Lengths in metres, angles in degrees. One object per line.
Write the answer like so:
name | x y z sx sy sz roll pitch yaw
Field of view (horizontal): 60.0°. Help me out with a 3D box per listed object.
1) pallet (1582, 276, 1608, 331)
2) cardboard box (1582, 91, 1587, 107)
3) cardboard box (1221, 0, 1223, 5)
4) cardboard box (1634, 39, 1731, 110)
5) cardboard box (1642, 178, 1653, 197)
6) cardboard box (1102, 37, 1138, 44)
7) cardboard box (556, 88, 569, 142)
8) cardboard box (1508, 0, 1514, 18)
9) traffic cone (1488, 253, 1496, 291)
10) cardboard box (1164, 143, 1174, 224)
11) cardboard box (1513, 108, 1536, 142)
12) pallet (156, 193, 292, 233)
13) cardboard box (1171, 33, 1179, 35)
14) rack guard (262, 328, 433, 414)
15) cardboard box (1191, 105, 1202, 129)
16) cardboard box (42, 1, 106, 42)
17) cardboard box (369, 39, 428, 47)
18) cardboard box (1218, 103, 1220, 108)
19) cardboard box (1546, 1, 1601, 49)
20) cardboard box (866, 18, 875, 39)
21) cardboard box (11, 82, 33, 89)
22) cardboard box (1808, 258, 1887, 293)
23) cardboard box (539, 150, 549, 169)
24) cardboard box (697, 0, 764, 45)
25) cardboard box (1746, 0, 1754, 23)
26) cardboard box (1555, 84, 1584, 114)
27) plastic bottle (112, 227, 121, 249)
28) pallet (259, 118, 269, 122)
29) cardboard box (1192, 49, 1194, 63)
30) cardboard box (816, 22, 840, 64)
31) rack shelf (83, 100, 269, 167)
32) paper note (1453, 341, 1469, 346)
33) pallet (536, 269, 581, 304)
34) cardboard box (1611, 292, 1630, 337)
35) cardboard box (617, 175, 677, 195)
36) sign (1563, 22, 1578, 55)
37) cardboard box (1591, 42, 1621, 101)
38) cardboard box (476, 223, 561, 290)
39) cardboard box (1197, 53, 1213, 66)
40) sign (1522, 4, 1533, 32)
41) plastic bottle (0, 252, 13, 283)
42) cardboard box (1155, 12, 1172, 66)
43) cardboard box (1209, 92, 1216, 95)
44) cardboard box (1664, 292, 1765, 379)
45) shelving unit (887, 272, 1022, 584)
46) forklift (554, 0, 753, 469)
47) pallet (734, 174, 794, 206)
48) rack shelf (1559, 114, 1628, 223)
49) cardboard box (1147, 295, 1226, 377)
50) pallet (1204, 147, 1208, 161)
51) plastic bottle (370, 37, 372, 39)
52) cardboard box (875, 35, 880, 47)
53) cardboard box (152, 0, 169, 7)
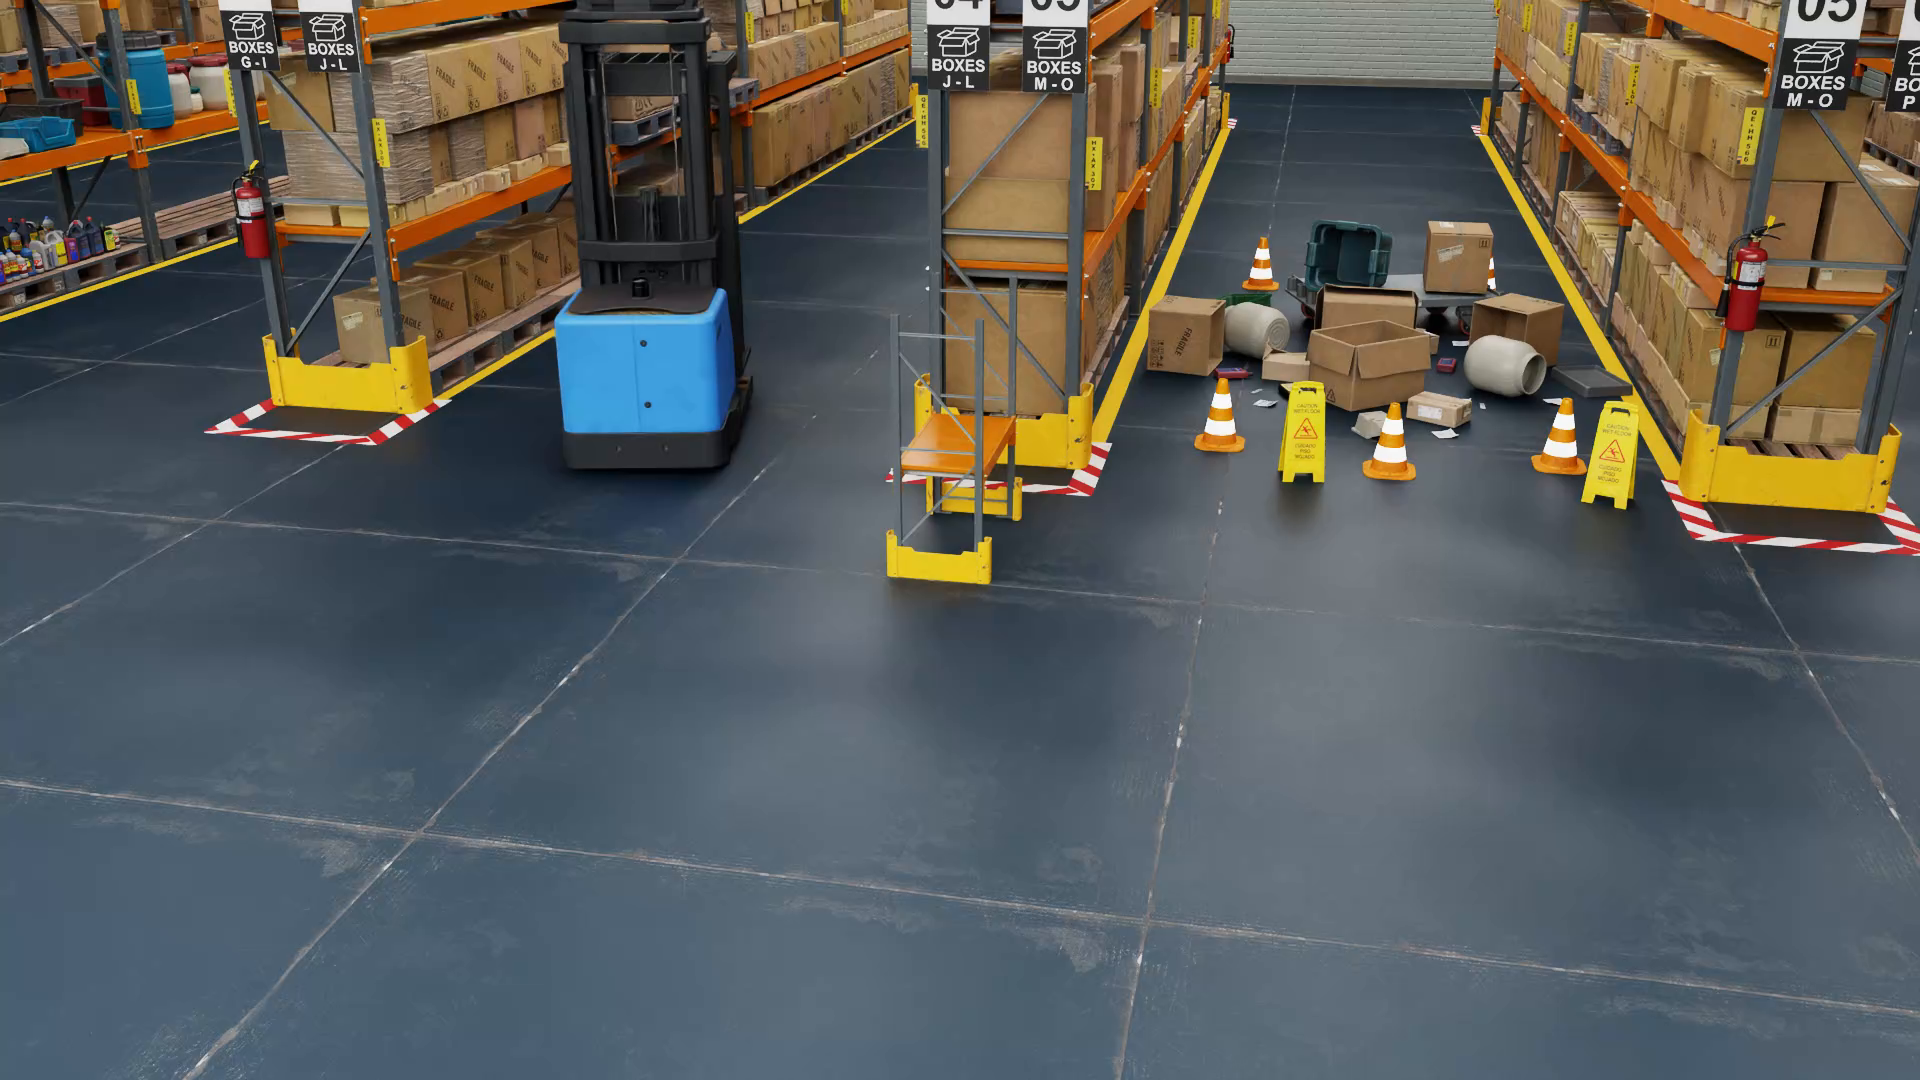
pallet | 6.138 -2.084 14.746 1.003 0.211 1.213 4 22 11
cardboard box | 6.357 -4.332 16.369 0.380 0.149 0.250 3 22 7
cardboard box | 3.407 -7.714 23.122 0.500 0.500 0.500 4 22 9
cardboard box | 5.679 -3.597 12.898 0.700 0.500 0.500 4 22 10
cardboard box | 5.602 -2.789 13.100 0.380 0.149 0.250 5 22 12
cardboard box | 1.005 -3.871 13.805 0.875 0.550 0.550 4 22 11
cardboard box | -3.873 -3.873 14.923 0.875 0.500 0.500 4 22 11
cardboard box | 7.857 -7.460 22.888 0.500 0.500 0.500 4 22 11
traffic cone | 4.863 -2.476 15.383 0.336 0.463 0.334 4 22 11
cardboard box | 1.718 -3.832 17.801 1.050 0.750 0.750 4 22 10
cardboard box | 8.028 -5.574 22.546 0.875 0.438 0.875 4 22 9
pallet | -8.200 -3.670 18.684 1.003 0.211 1.213 4 22 11
cardboard box | 2.376 -5.689 18.943 0.380 0.149 0.250 4 22 9
rack guard | -4.521 -1.254 12.297 1.175 0.500 0.348 4 22 11
cardboard box | 2.724 -5.264 20.688 0.500 0.250 0.500 6 23 13
cardboard box | -12.086 -7.121 22.824 0.700 0.500 0.500 -1 22 -3
cardboard box | -4.466 -3.620 12.955 0.500 0.500 0.500 4 22 11
cardboard box | 3.735 -6.618 25.125 0.380 0.149 0.250 4 22 9
cardboard box | 6.961 -5.829 18.839 0.500 0.500 0.500 4 22 10
cardboard box | -1.529 -7.366 23.930 0.500 0.250 0.500 5 22 12
cardboard box | -16.068 -7.774 27.926 0.700 0.500 0.500 4 22 9
cardboard box | 5.437 -1.622 10.202 0.380 0.149 0.250 5 22 11
cardboard box | -3.769 -3.272 14.299 0.380 0.149 0.250 4 22 11
cardboard box | -2.739 -6.089 19.481 0.797 0.503 0.637 5 23 13
cardboard box | 5.070 -3.245 10.216 0.380 0.149 0.250 5 23 13
cardboard box | 6.646 -4.691 17.687 0.500 0.250 0.500 4 22 9
plastic bottle | -8.338 -2.976 16.383 0.097 0.201 0.097 0 22 0
pallet | -11.398 -6.936 26.793 1.003 0.211 1.213 4 22 11
cardboard box | 2.652 -5.897 20.255 0.380 0.149 0.250 3 22 9
cardboard box | -1.916 -6.629 22.163 0.500 0.500 0.500 5 22 11
rack shelf | -8.161 -4.624 18.282 1.077 0.370 4.000 4 22 11
paper note | 4.202 -1.652 13.914 0.148 0.019 0.142 4 22 11
pallet | -3.823 -2.307 15.298 1.003 0.211 1.213 4 22 11
cardboard box | 5.596 -1.817 13.469 0.500 0.250 0.500 3 22 8
cardboard box | -3.345 -3.493 17.270 0.700 0.500 0.500 3 22 6
sign | 6.253 -5.134 17.036 0.100 0.325 0.005 4 22 11
cardboard box | 6.277 -4.402 15.675 0.500 0.500 0.500 5 22 12
cardboard box | -3.951 -2.530 14.905 0.500 0.500 0.500 12 25 28
cardboard box | 3.125 -6.321 21.870 0.380 0.149 0.250 5 23 13
sign | 7.070 -6.499 20.710 0.100 0.325 0.005 4 22 11
plastic bottle | -8.641 -2.466 15.025 0.097 0.271 0.097 0 22 0
cardboard box | 1.829 -5.243 17.384 0.700 0.500 0.500 4 22 11
cardboard box | 3.552 -6.476 24.375 0.380 0.149 0.250 4 22 9
cardboard box | 5.176 -1.401 11.432 0.500 0.500 0.500 5 23 13
shelving unit | -0.016 -0.668 9.504 0.587 1.500 1.083 4 22 11
forklift | -2.107 -2.325 11.703 1.130 2.935 3.031 -1 22 -2
pallet | -2.670 -4.300 20.249 1.003 0.211 1.213 4 22 11
rack shelf | 6.389 -3.491 15.469 1.077 0.370 4.000 4 22 11
cardboard box | 1.802 -1.629 13.226 0.500 0.500 0.500 8 23 20
pallet | 2.849 -5.314 22.765 1.003 0.211 1.213 4 22 11
plastic bottle | -7.717 -6.436 21.884 0.144 0.351 0.185 4 22 11
cardboard box | -1.386 -7.311 24.327 0.380 0.149 0.250 4 22 9
cardboard box | -11.936 -8.246 24.840 0.500 0.500 0.500 5 22 11
